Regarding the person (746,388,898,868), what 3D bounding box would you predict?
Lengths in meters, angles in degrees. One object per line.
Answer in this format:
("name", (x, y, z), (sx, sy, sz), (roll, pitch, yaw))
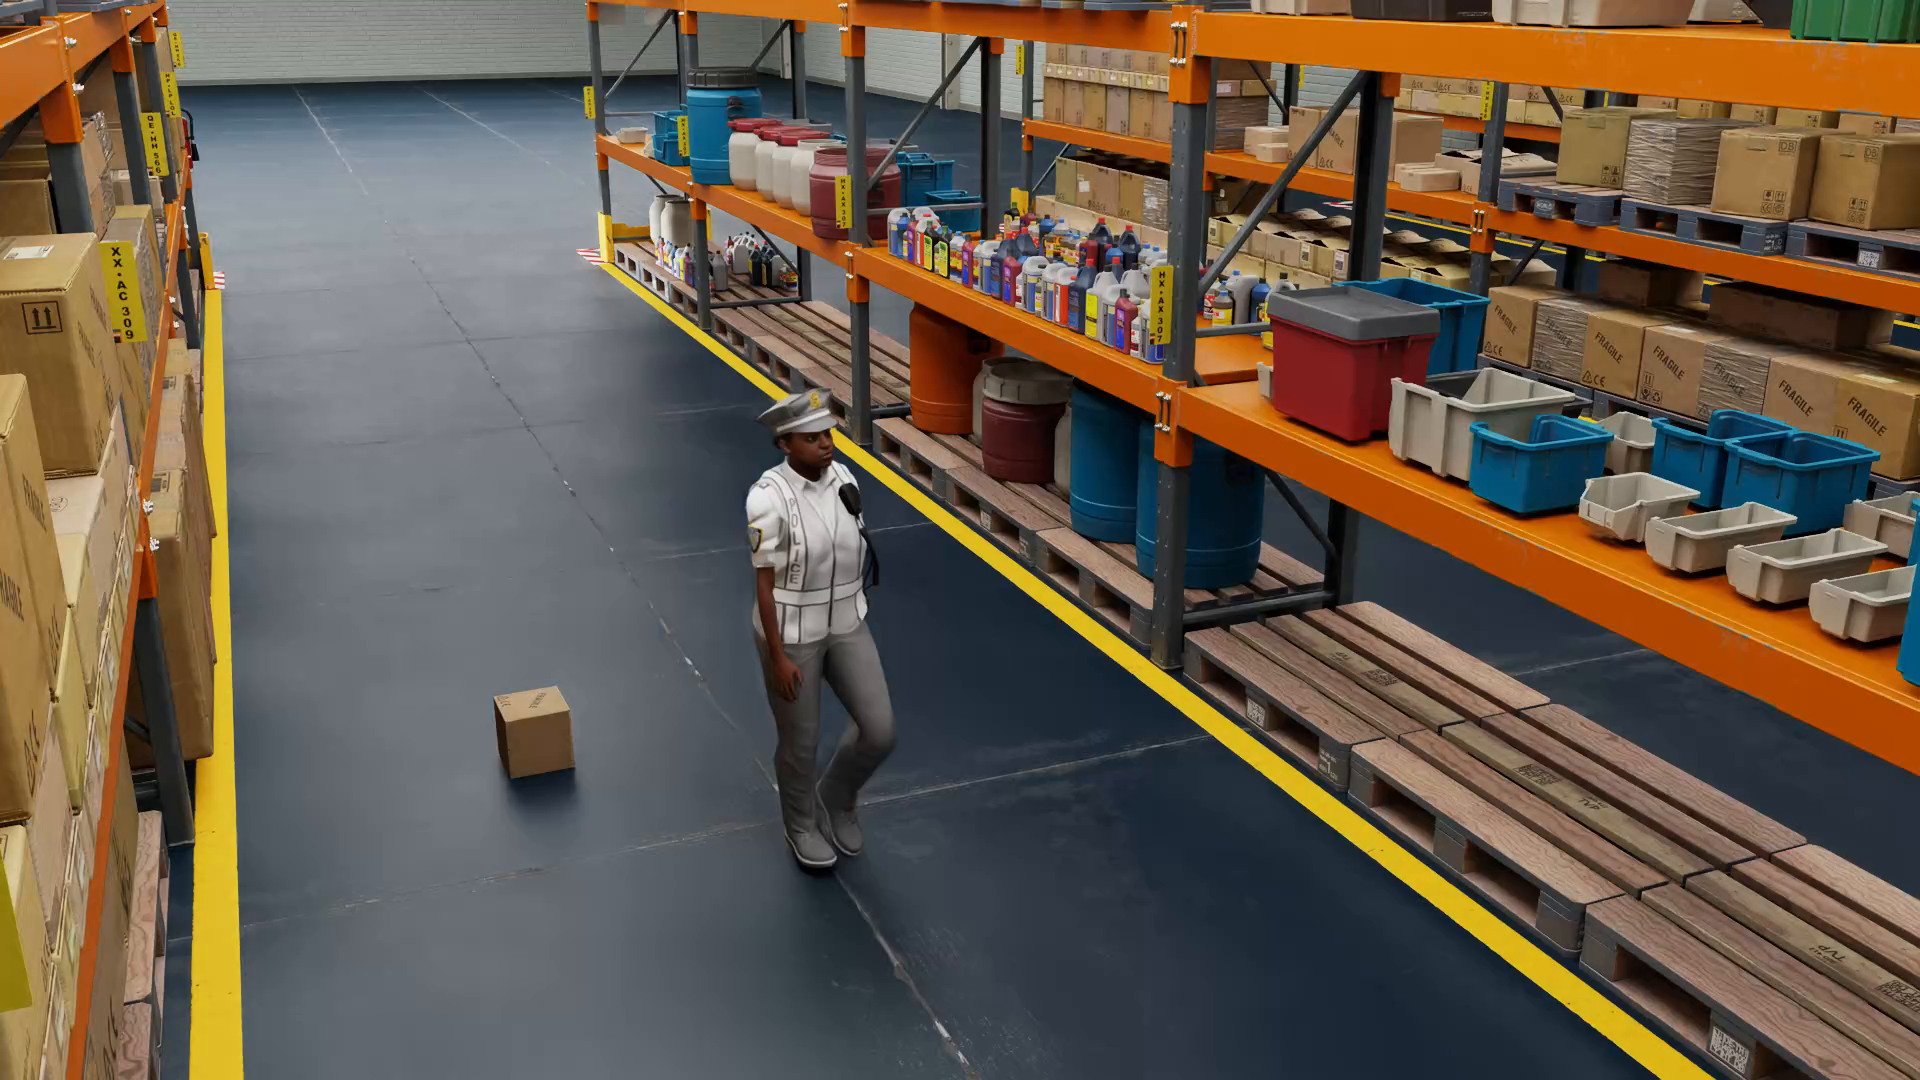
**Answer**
("person", (-0.469, 0.328, 5.526), (0.433, 1.714, 0.428), (-13, 23, -34))
